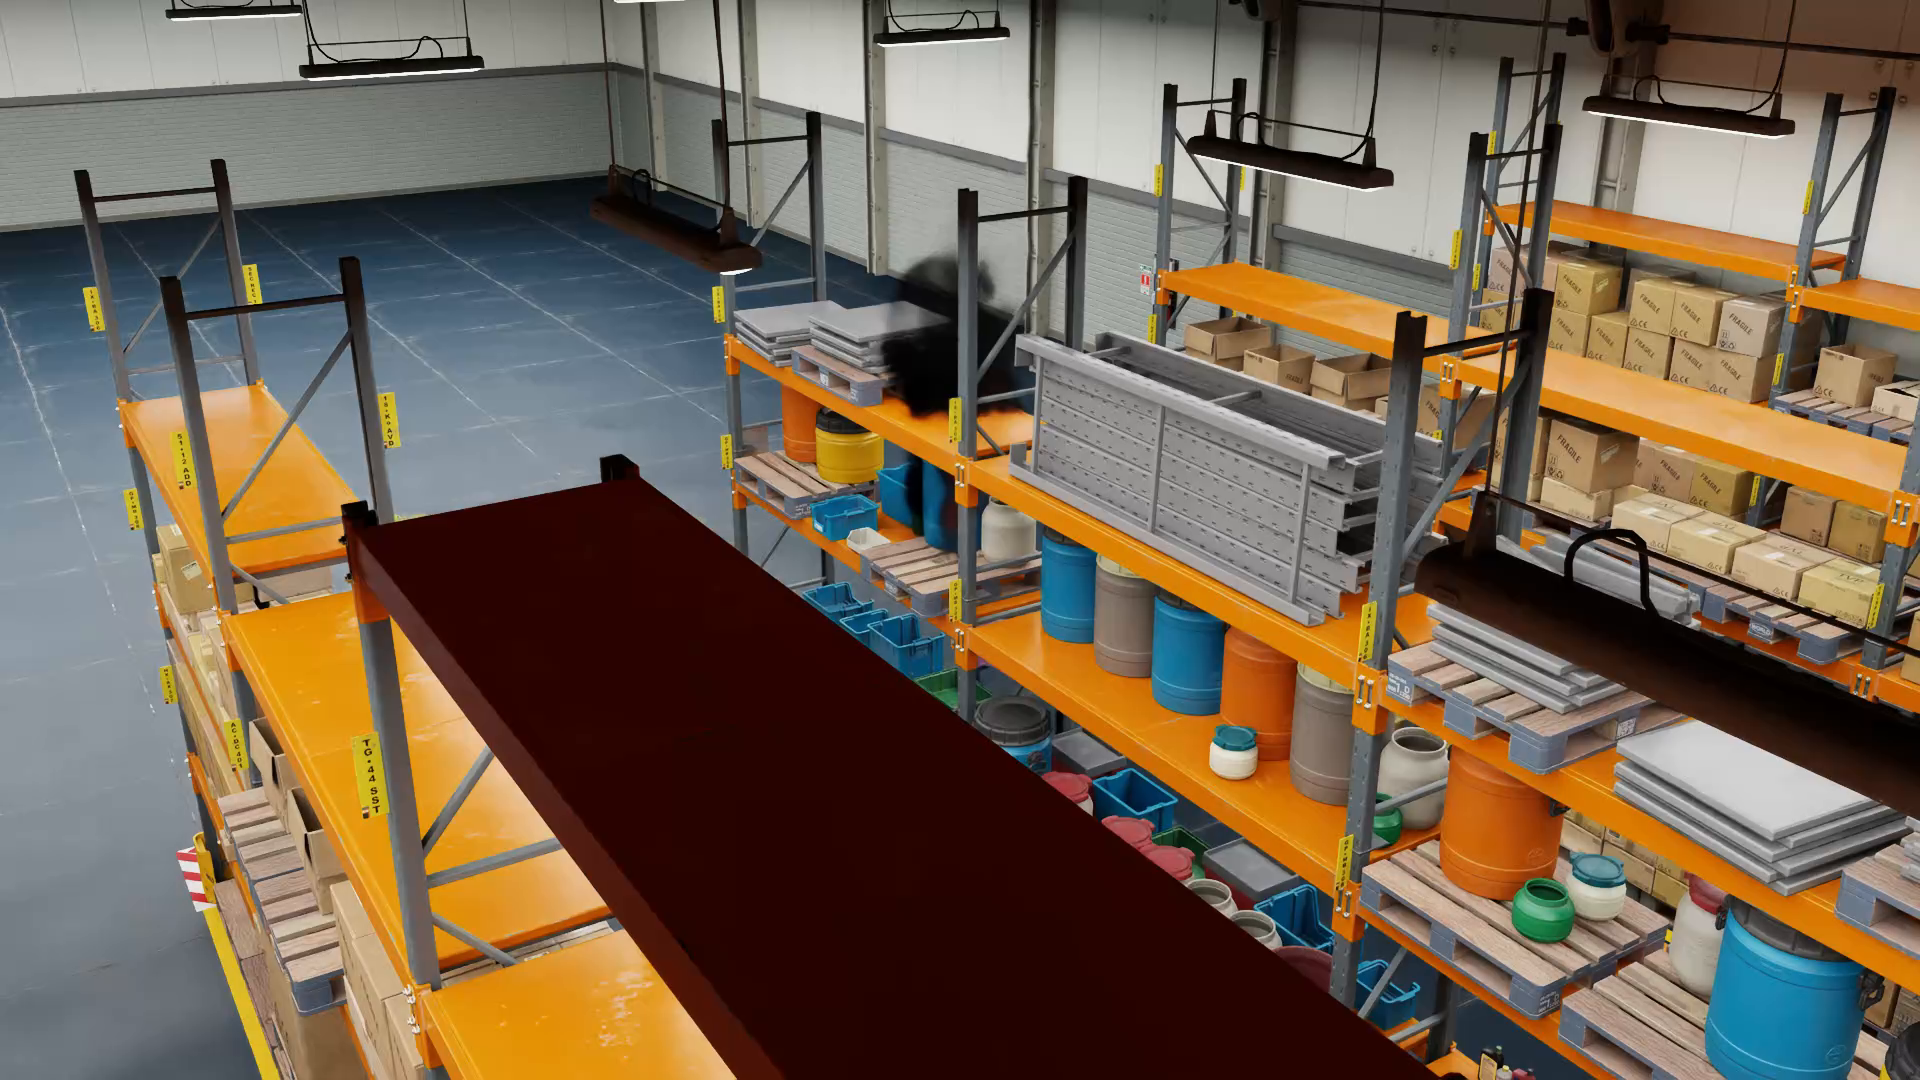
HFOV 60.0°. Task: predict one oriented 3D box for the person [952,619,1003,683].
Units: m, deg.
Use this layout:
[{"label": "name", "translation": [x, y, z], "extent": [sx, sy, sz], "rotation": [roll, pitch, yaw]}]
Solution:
[{"label": "person", "translation": [0.160, 1.194, 16.268], "extent": [0.510, 1.607, 0.676], "rotation": [-18, 28, -38]}]
